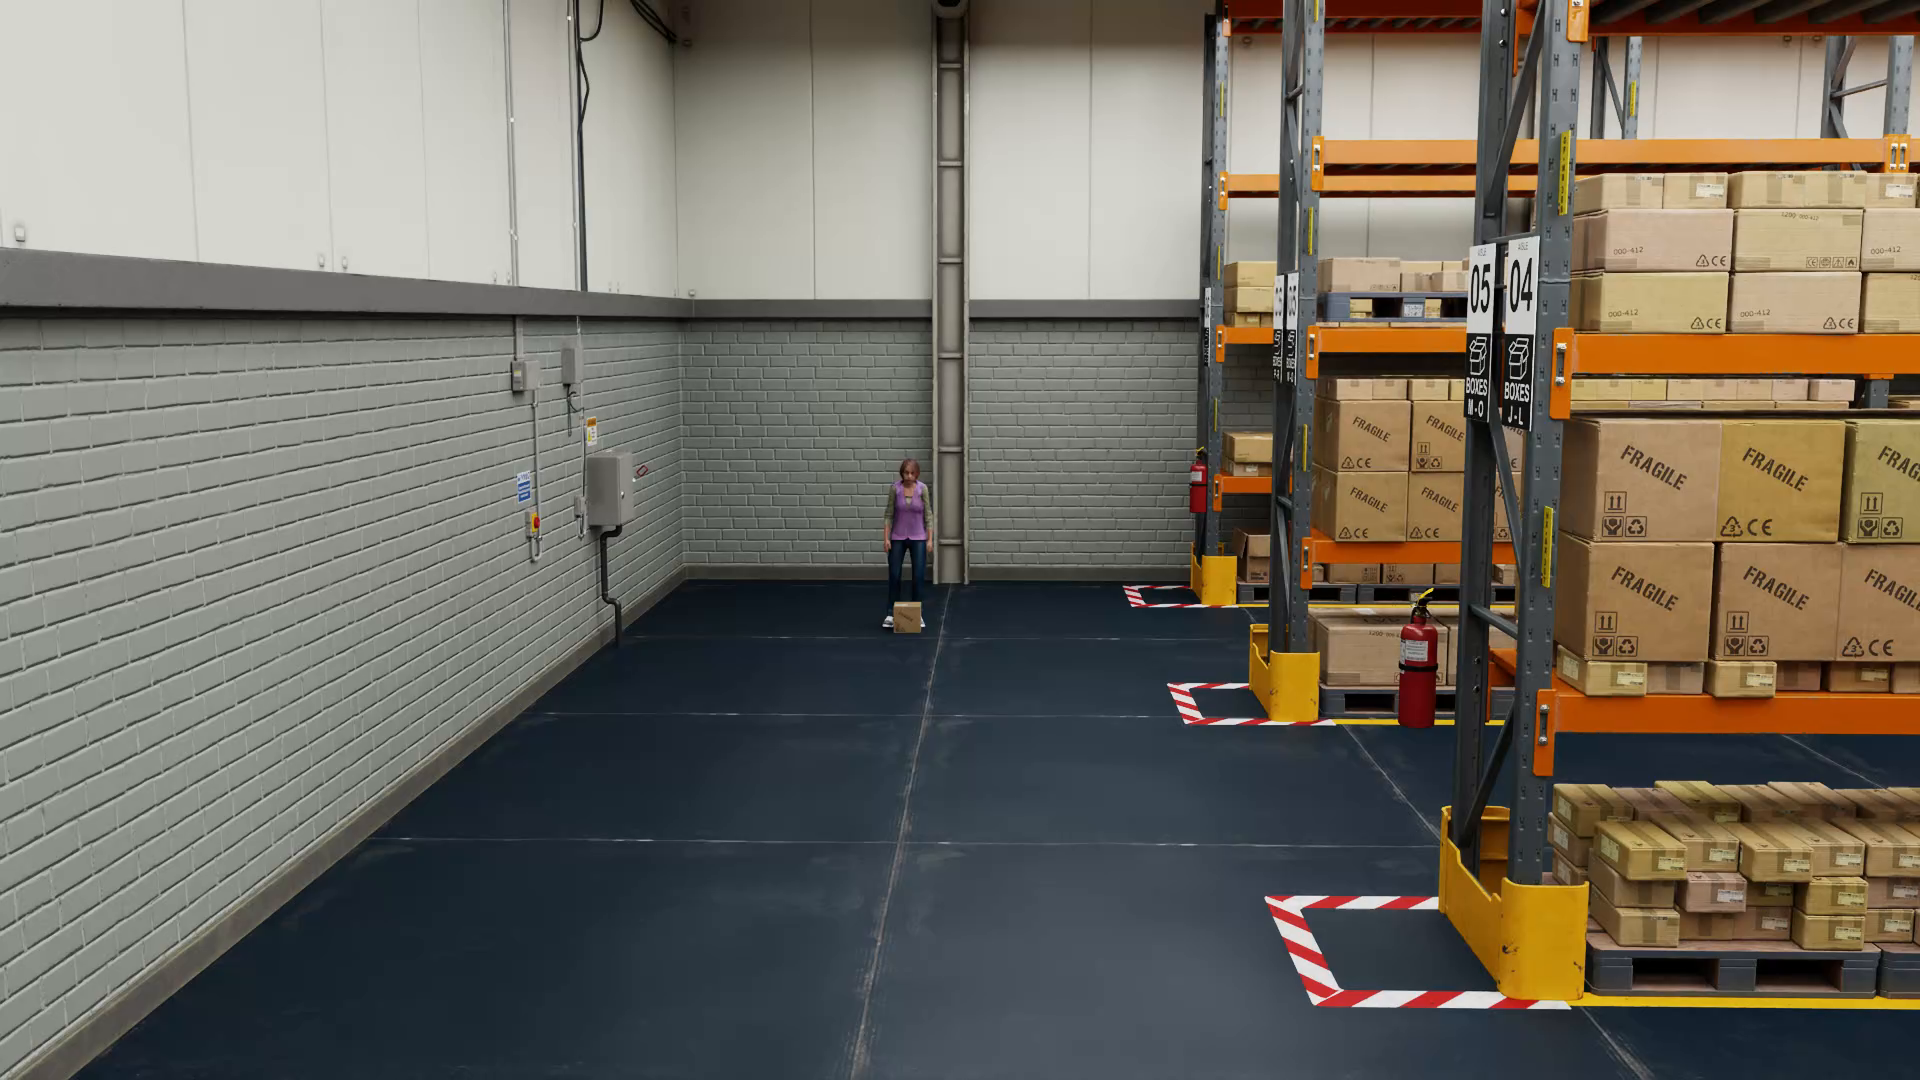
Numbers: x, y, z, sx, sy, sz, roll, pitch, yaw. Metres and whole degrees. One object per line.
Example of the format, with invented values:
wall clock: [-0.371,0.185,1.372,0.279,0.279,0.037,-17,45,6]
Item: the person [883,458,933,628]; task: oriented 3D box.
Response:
person: [-0.490,0.023,15.642,0.481,1.594,0.343,0,7,-1]
